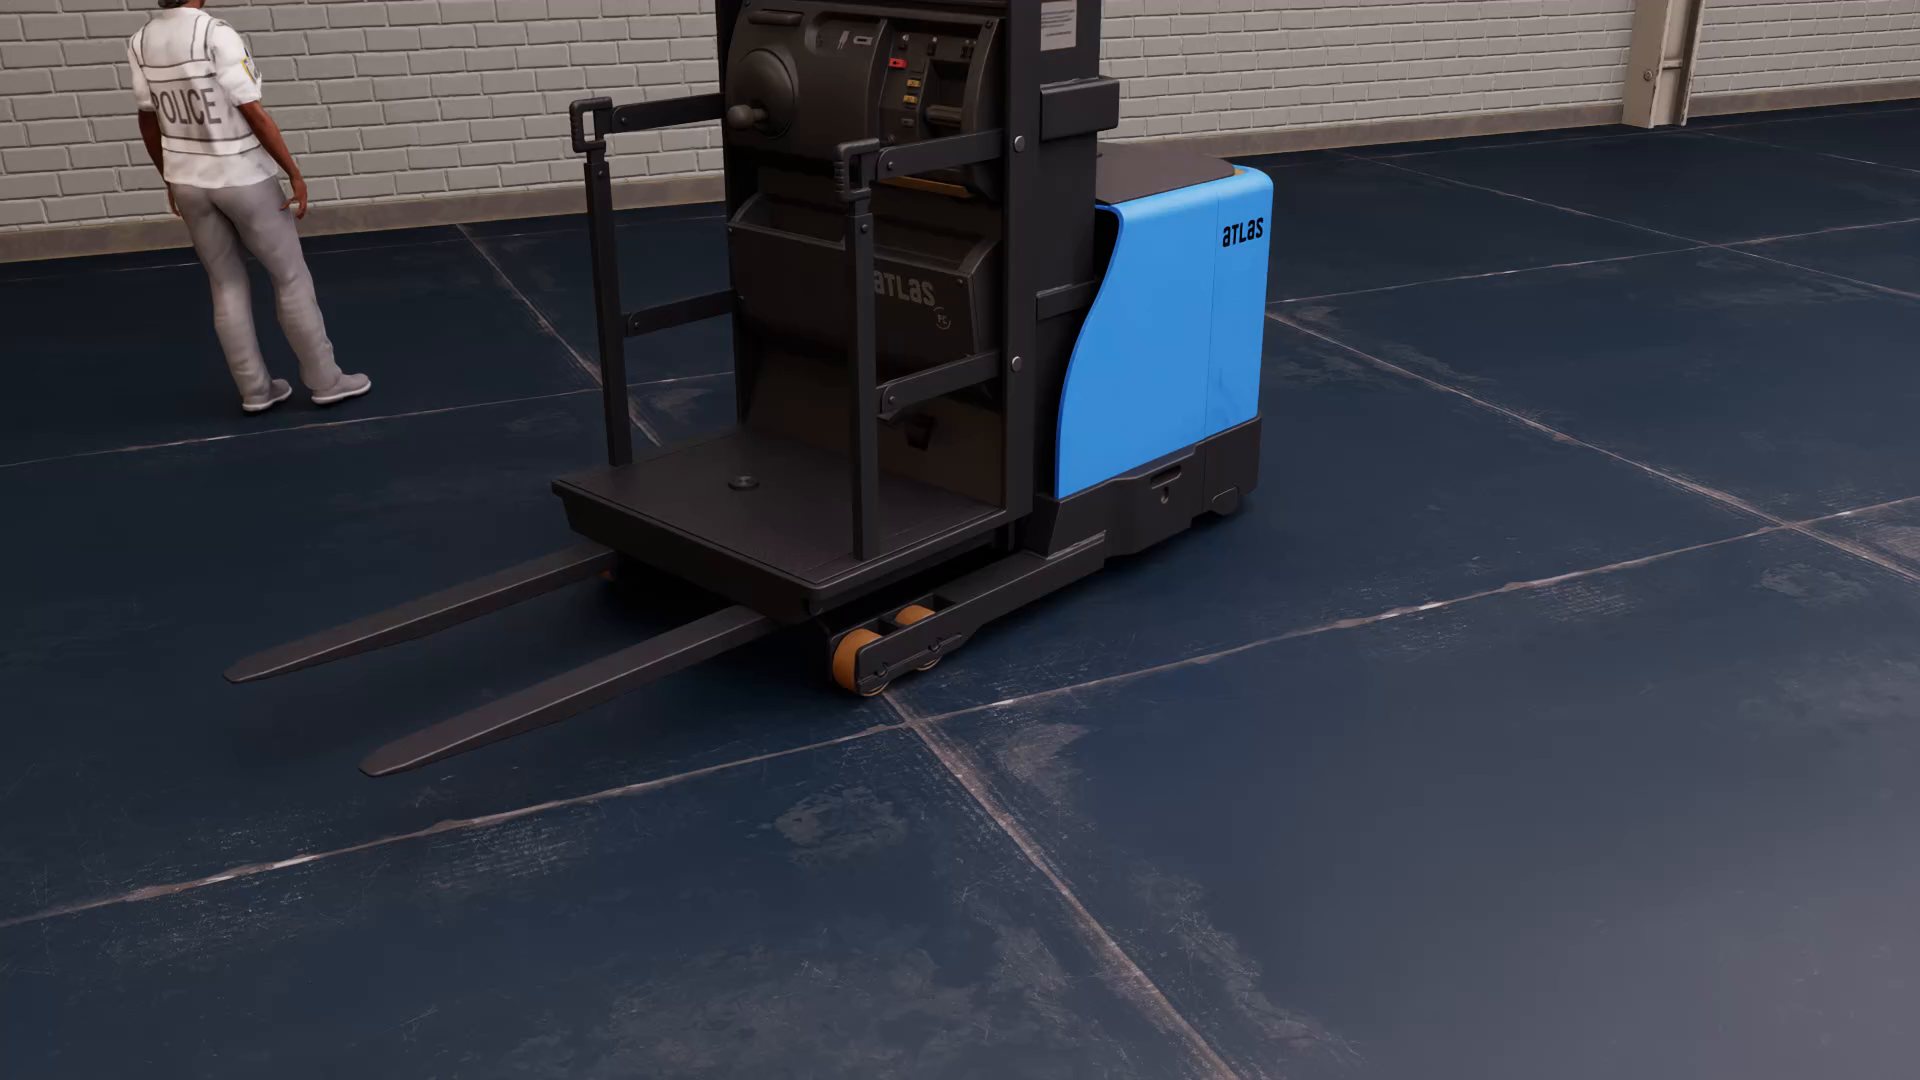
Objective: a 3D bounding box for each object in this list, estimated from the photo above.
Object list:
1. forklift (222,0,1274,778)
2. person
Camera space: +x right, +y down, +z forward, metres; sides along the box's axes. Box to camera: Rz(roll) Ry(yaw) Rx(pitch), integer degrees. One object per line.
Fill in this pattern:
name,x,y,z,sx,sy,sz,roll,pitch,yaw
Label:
forklift,-0.413,-1.182,4.131,1.130,2.935,3.031,19,29,39
person,-2.610,-1.306,6.026,0.563,1.696,0.530,4,23,10
